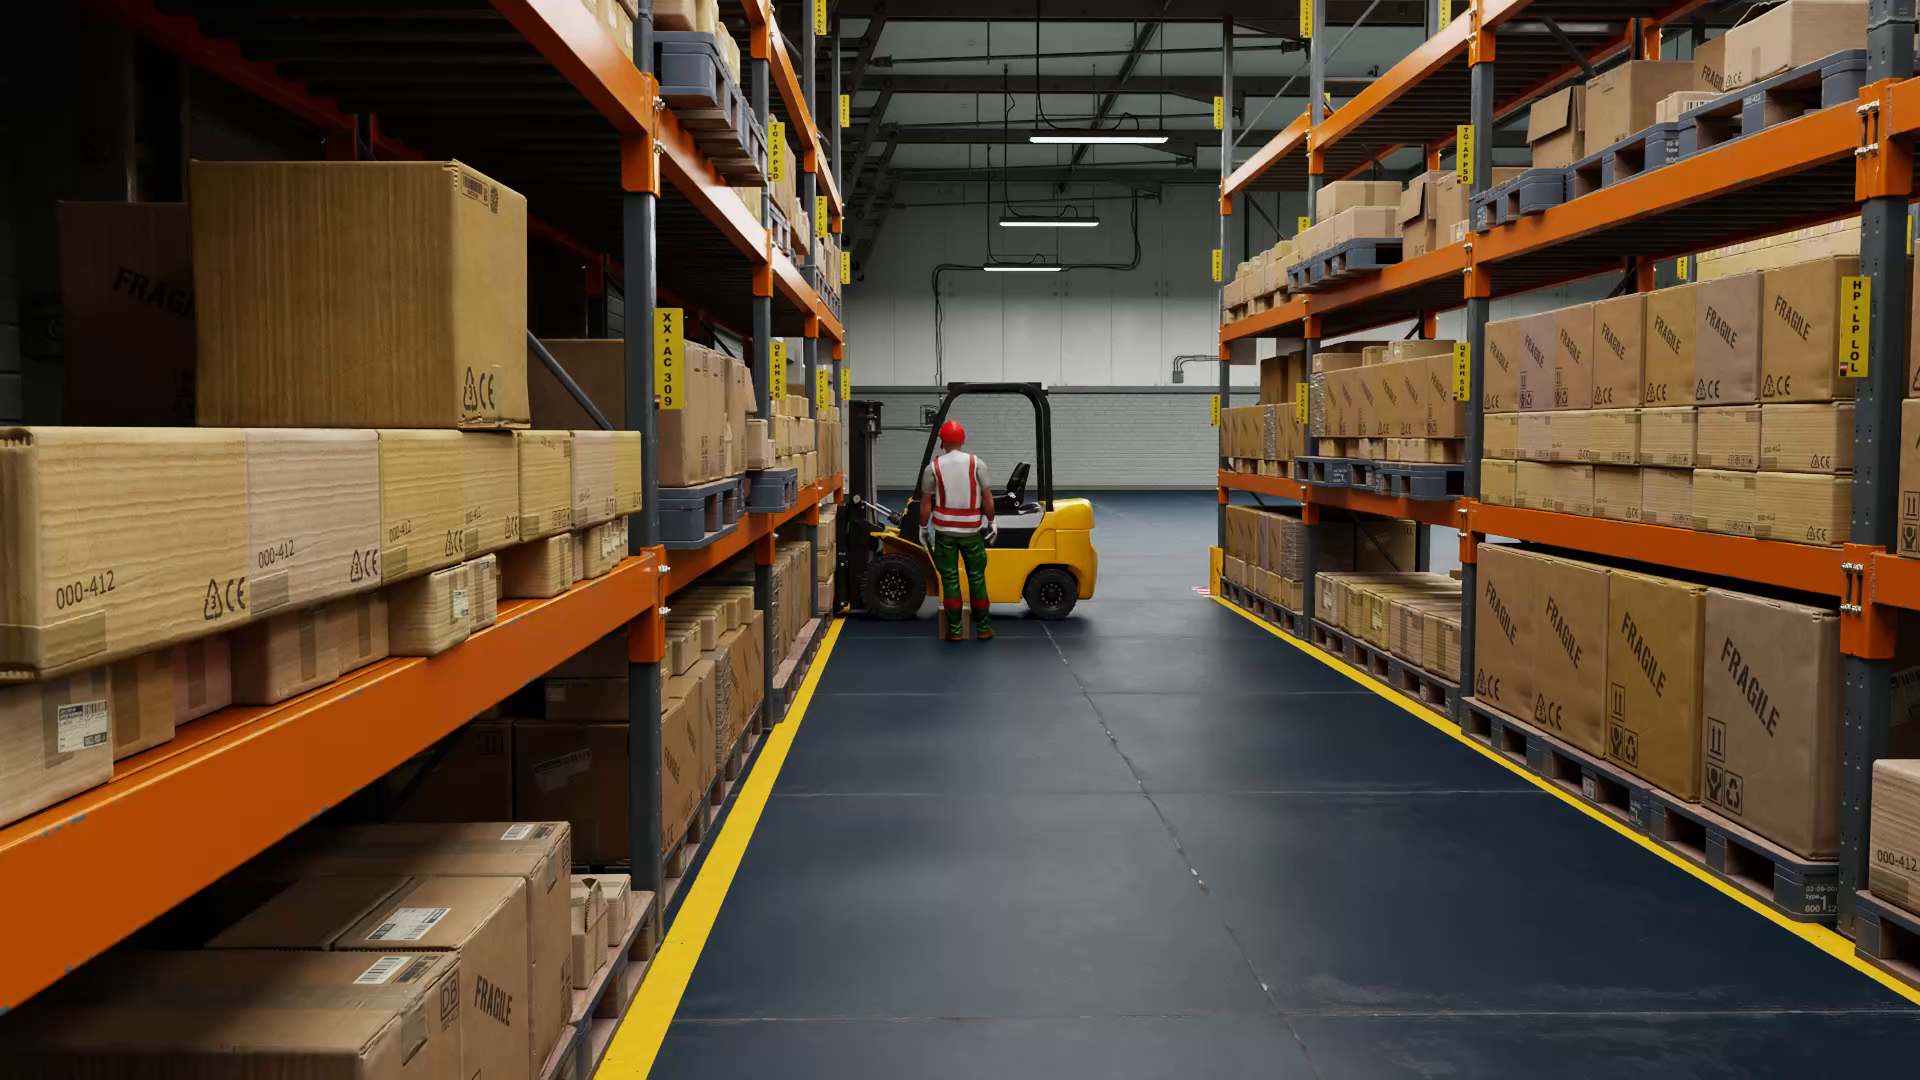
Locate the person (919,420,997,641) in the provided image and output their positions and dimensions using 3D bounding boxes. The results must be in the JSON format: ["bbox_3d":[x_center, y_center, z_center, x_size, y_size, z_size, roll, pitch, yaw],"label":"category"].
[{"bbox_3d":[-0.015,-0.079,13.551,0.638,1.788,0.564,0,4,-1],"label":"person"}]
